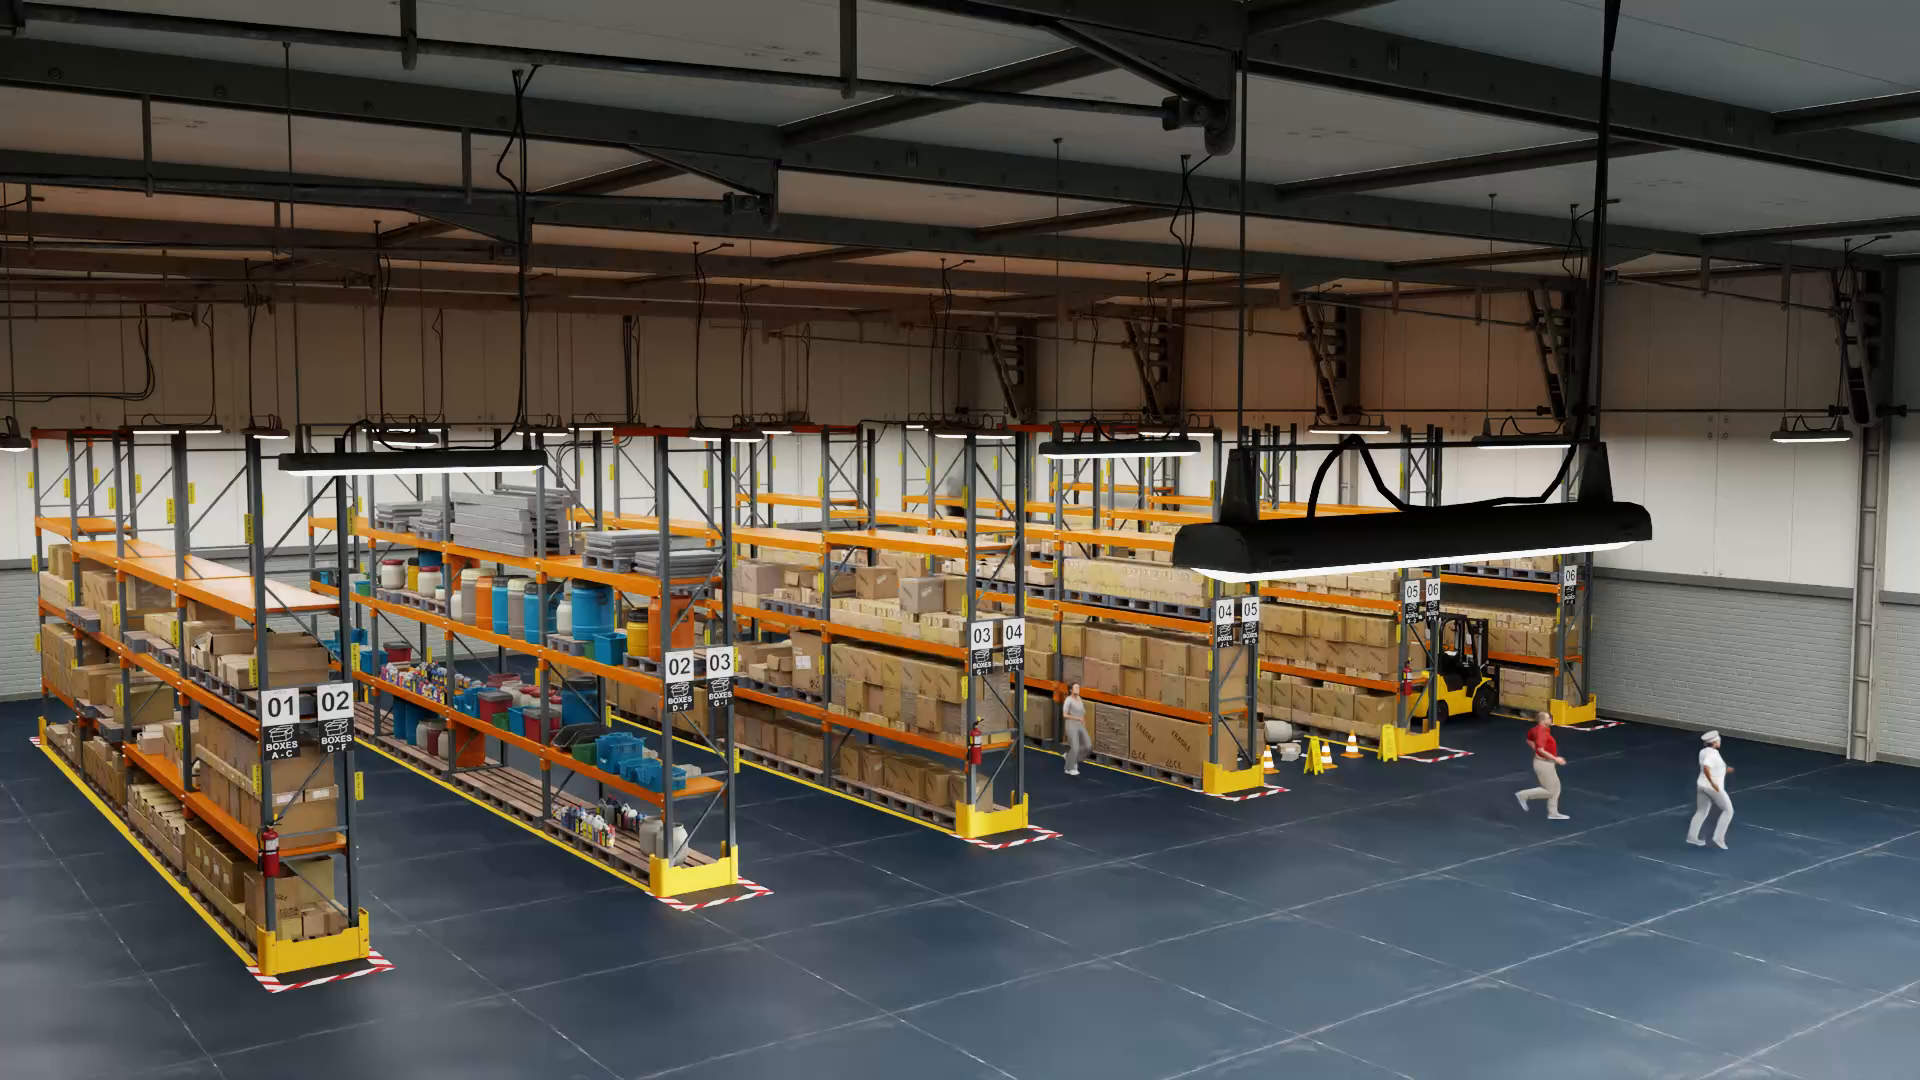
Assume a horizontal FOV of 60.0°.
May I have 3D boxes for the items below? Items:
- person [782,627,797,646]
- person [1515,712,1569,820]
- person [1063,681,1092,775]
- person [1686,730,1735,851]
[{"bbox_3d":[-3.557,2.693,35.697,0.558,1.638,0.626,-3,6,-38],"label":"person"},{"bbox_3d":[8.998,3.483,25.674,0.829,1.683,0.677,1,5,9],"label":"person"},{"bbox_3d":[2.034,3.254,28.723,0.550,1.627,0.555,-4,6,-44],"label":"person"},{"bbox_3d":[10.829,3.615,23.953,0.686,1.729,0.557,-1,5,-8],"label":"person"}]
